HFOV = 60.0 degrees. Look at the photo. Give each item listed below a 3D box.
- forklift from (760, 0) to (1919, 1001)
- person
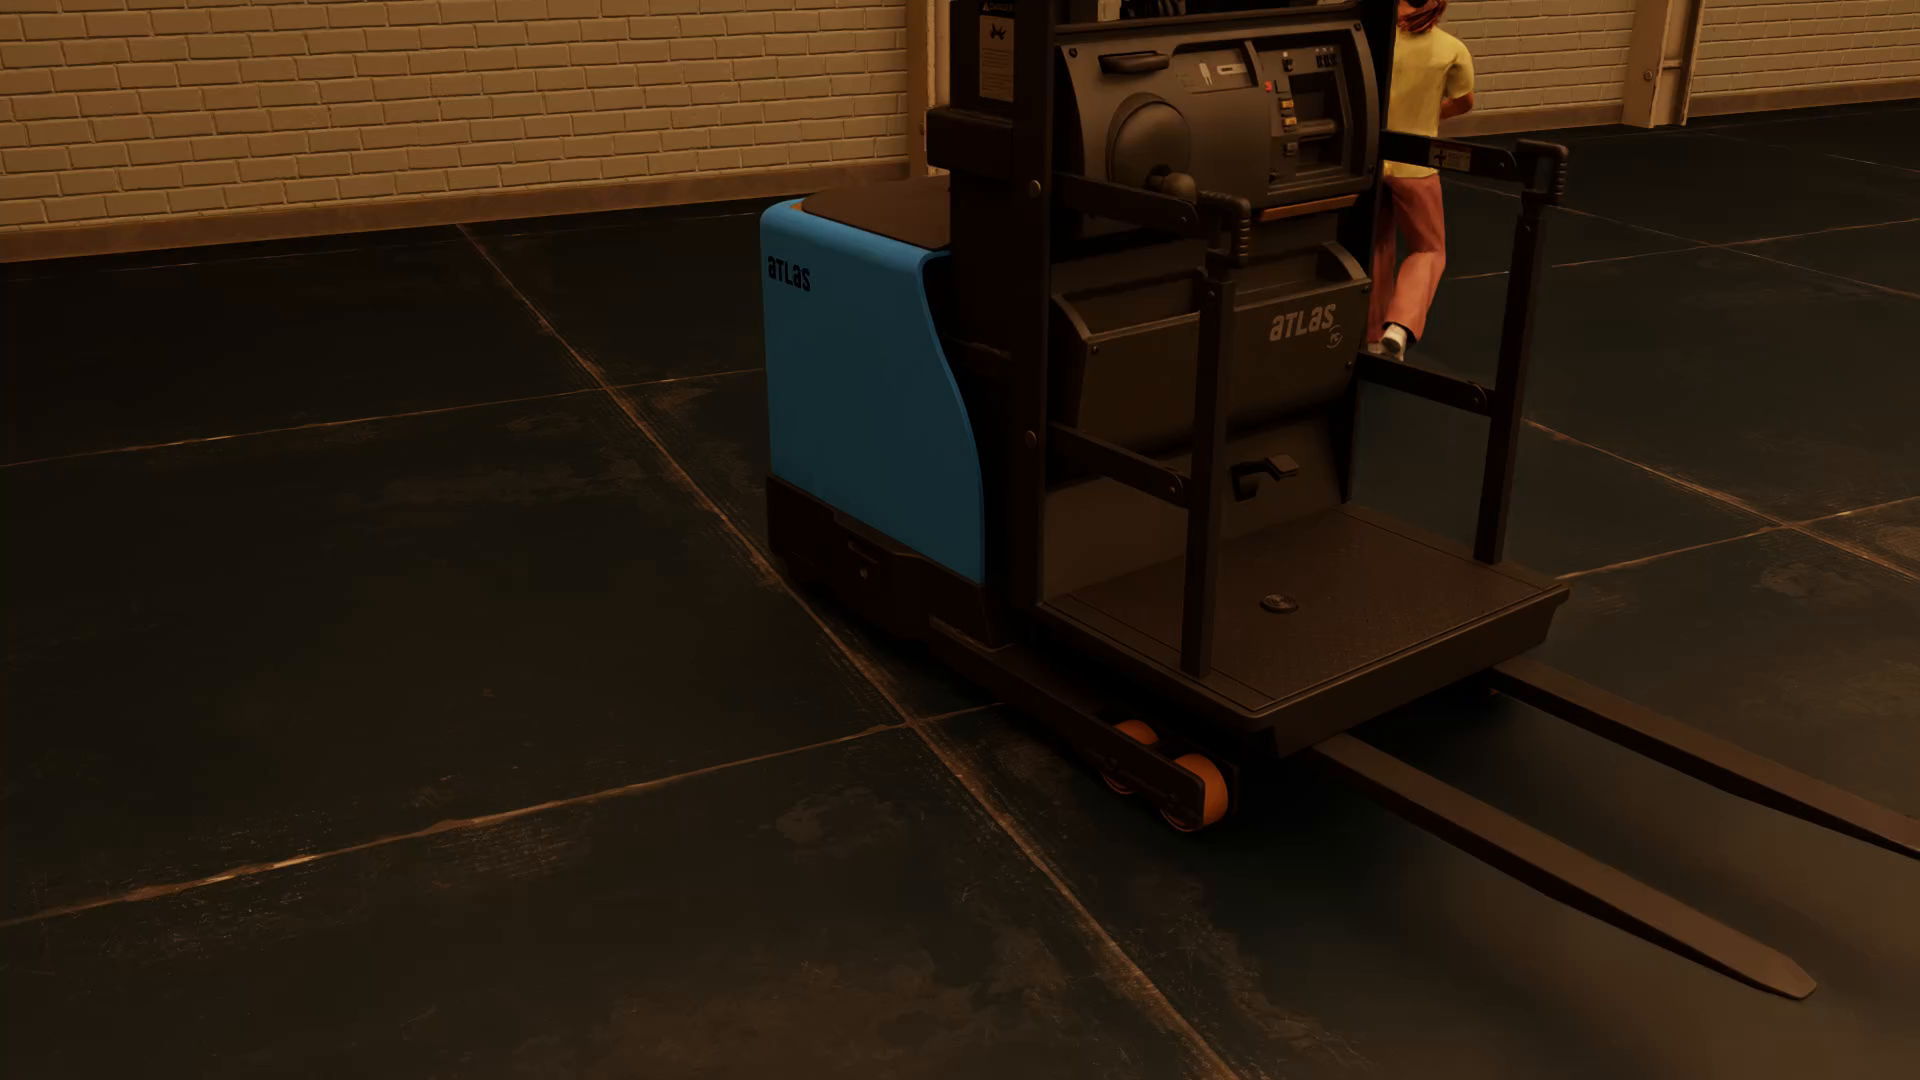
[{"bbox_3d":[0.728,-0.937,3.542,1.130,2.935,3.031,-16,28,-34],"label":"forklift"},{"bbox_3d":[1.687,-1.465,6.550,0.572,1.612,0.662,10,25,24],"label":"person"}]
